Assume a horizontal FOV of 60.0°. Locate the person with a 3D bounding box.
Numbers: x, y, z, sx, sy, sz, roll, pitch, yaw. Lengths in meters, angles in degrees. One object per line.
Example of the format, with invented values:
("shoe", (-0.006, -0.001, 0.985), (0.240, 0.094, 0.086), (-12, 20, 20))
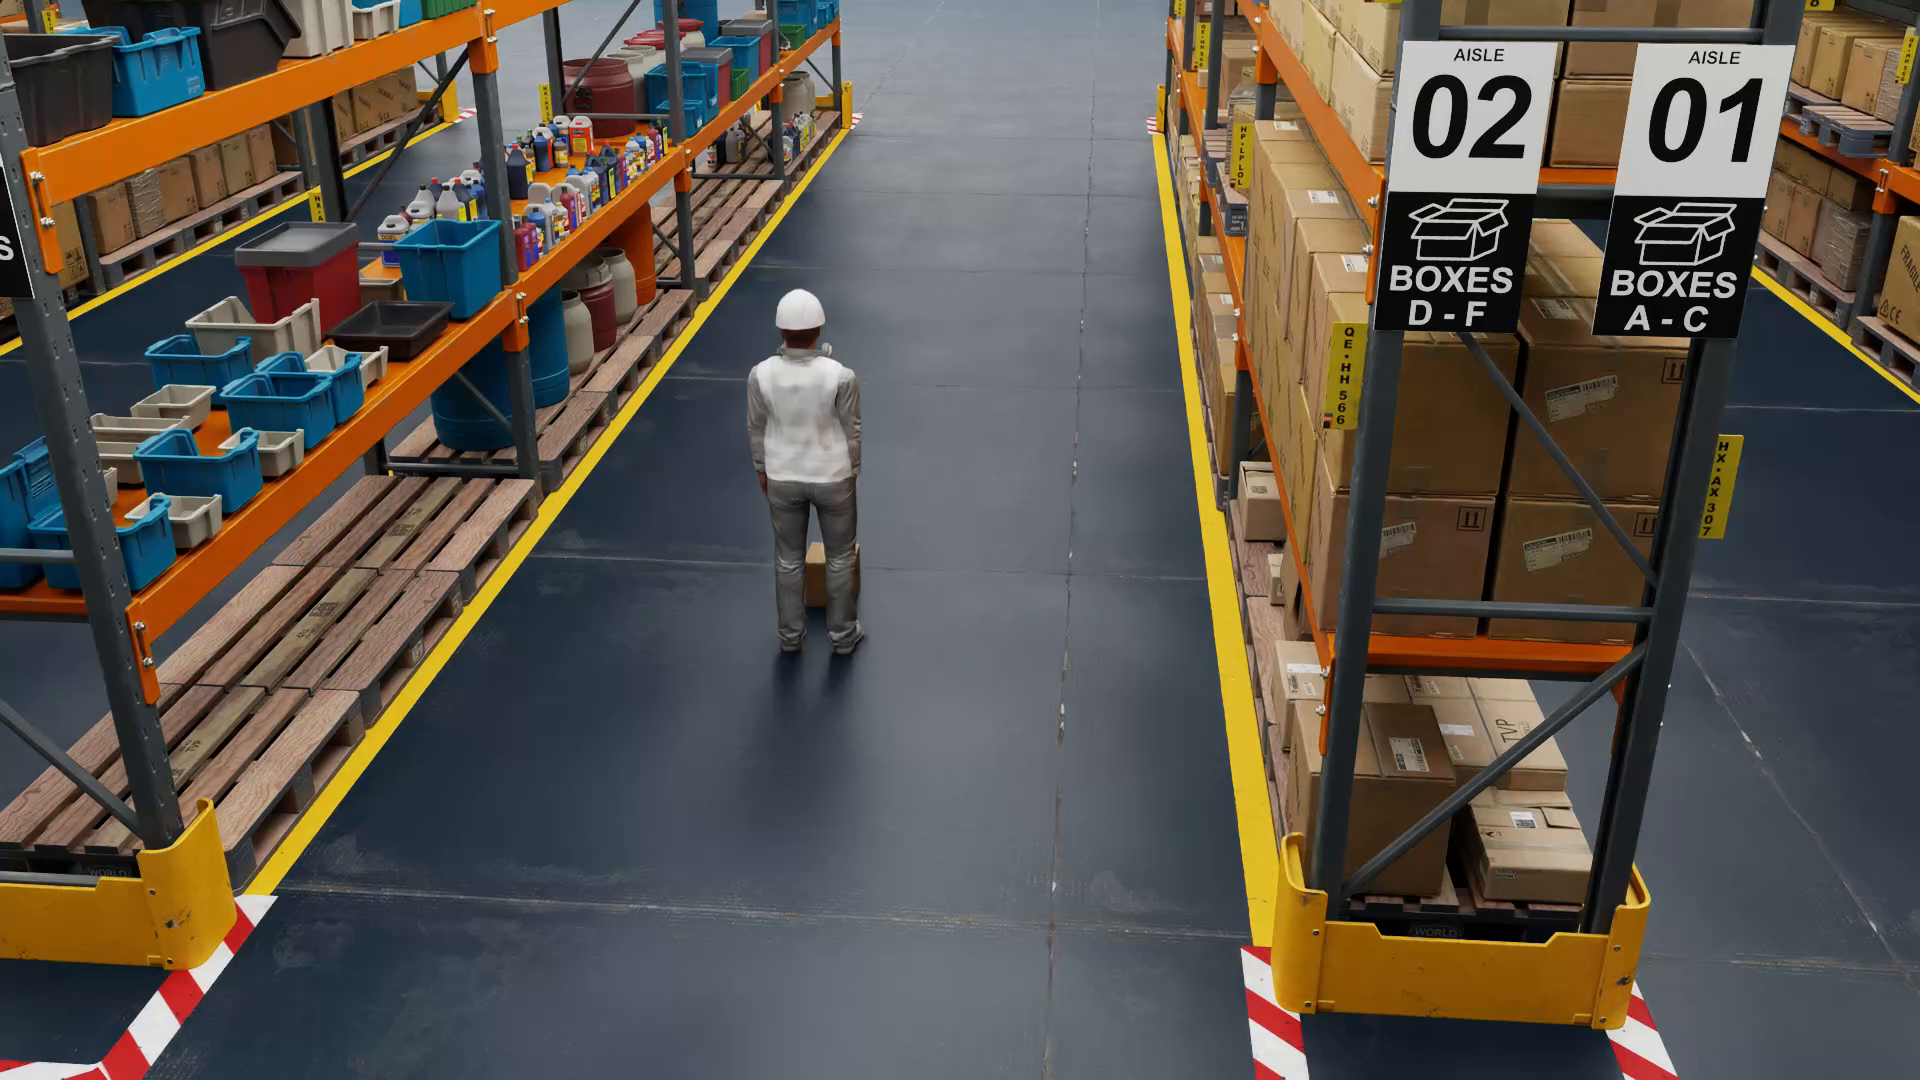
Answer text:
("person", (-0.713, -0.307, 7.763), (0.533, 1.766, 0.359), (2, 24, 5))
